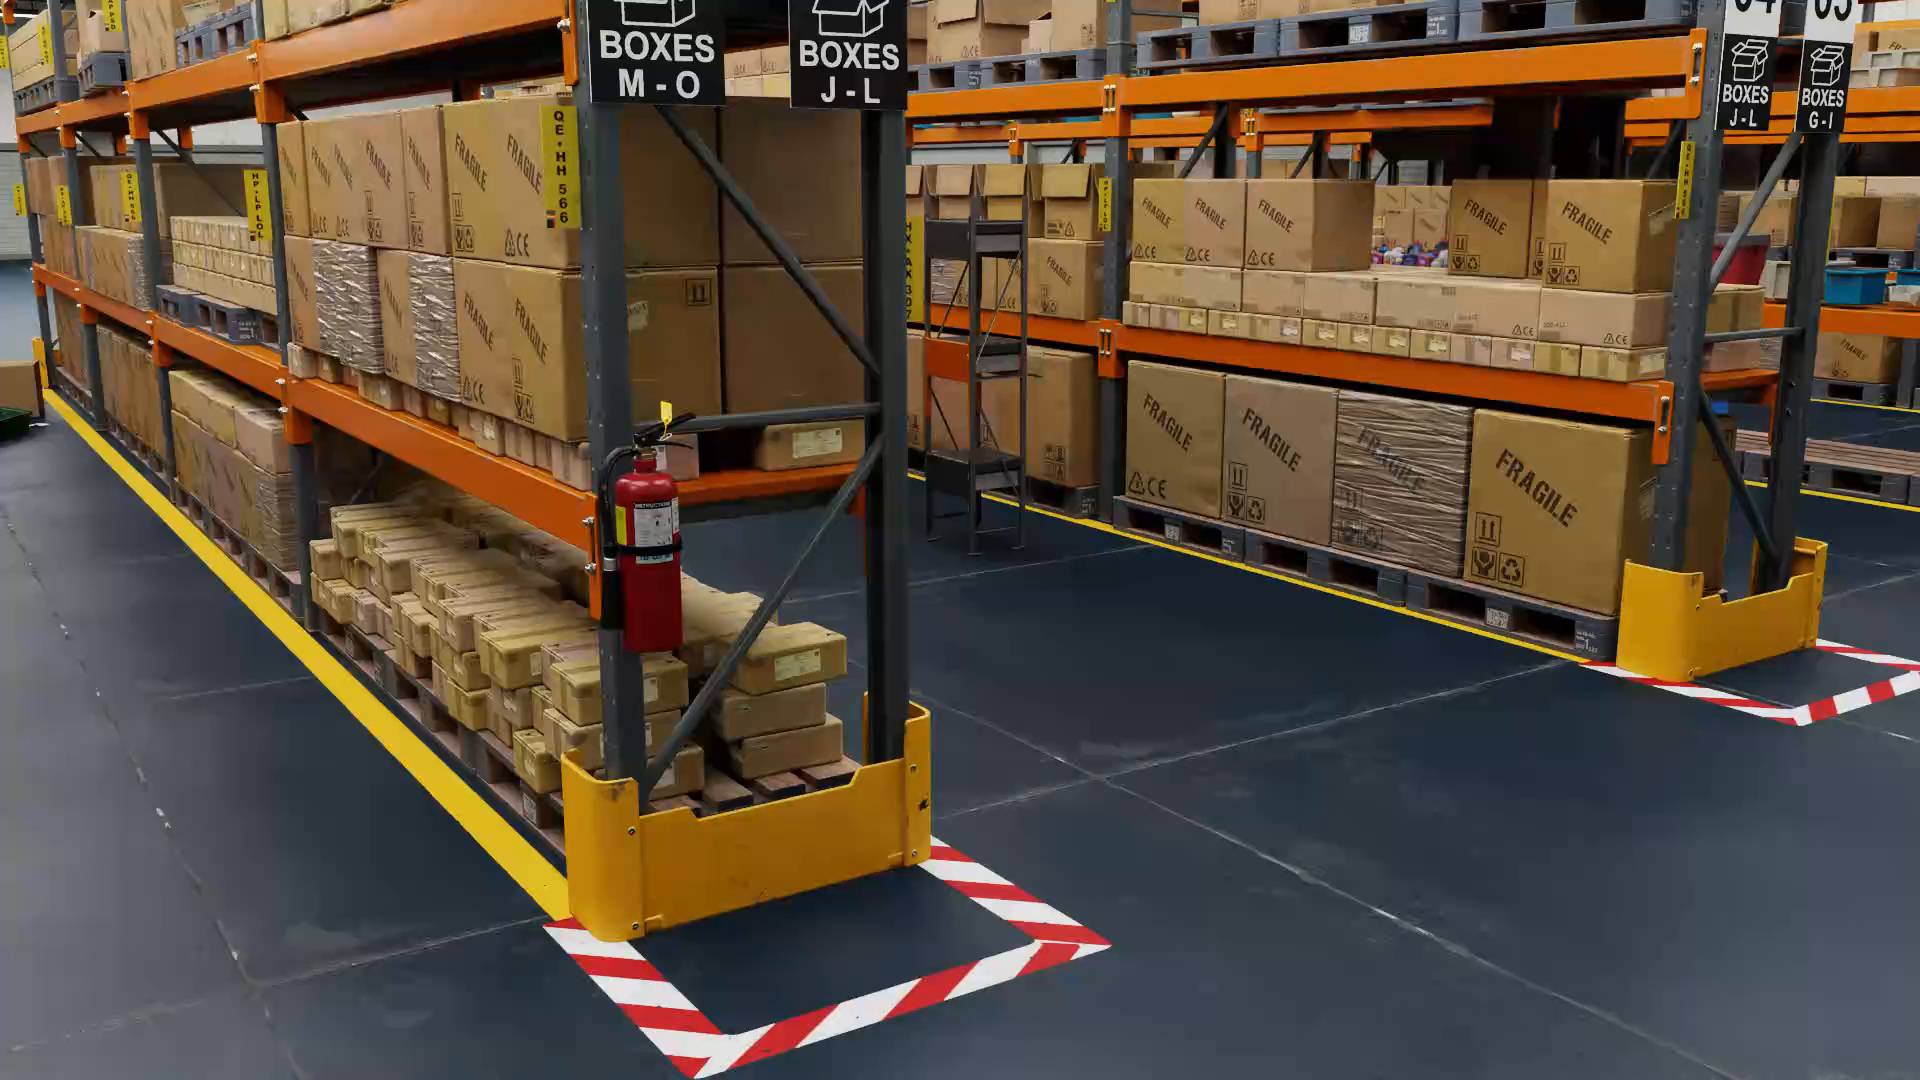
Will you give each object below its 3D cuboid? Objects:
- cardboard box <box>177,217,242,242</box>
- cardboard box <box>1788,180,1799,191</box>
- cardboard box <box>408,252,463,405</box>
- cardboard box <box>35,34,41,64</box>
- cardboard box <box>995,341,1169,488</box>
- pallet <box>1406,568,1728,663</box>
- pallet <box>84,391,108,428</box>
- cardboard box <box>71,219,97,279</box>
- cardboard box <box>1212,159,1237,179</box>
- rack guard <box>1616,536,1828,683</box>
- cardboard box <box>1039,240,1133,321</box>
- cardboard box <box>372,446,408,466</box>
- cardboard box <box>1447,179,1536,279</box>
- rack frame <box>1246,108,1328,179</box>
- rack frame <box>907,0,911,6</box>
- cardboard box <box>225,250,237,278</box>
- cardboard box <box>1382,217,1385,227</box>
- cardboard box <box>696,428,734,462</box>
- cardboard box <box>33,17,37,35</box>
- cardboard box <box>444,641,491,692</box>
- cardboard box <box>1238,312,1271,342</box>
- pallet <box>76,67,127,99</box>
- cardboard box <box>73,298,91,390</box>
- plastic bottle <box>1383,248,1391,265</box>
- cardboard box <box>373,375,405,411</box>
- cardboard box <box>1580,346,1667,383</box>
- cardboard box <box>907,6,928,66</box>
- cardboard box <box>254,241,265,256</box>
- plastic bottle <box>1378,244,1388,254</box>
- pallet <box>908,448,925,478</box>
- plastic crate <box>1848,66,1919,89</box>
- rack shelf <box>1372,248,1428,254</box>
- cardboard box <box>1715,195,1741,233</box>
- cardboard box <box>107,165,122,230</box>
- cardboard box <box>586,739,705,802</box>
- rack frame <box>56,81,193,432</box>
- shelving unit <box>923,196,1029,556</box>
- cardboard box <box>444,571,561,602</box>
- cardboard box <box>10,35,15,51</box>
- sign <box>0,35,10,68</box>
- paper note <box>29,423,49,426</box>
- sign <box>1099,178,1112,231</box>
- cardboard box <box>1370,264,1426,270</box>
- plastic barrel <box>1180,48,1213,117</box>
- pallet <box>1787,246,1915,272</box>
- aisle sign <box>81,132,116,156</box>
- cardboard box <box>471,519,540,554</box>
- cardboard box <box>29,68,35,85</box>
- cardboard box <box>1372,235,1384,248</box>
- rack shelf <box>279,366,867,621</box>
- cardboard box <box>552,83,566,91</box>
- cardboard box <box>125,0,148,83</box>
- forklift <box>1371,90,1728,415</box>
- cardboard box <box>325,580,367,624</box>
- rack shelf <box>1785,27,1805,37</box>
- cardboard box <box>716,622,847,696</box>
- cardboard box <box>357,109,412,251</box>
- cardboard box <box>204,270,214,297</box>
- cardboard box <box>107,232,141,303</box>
[{"bbox_3d":[-4.798,-1.998,10.692,0.380,0.149,0.250,-9,15,-34],"label":"cardboard box"},{"bbox_3d":[11.296,-4.744,22.254,0.380,0.149,0.250,-11,16,-40],"label":"cardboard box"},{"bbox_3d":[-1.645,-0.780,5.977,0.500,0.500,0.500,-8,15,-33],"label":"cardboard box"},{"bbox_3d":[-8.027,-4.428,15.005,0.500,0.250,0.500,-8,15,-33],"label":"cardboard box"},{"bbox_3d":[0.986,-0.914,11.512,1.225,0.875,0.875,-8,15,-33],"label":"cardboard box"},{"bbox_3d":[3.065,0.305,8.473,1.003,0.211,1.213,-8,15,-33],"label":"pallet"},{"bbox_3d":[-7.616,-1.272,15.683,1.003,0.211,1.213,-8,15,-33],"label":"pallet"},{"bbox_3d":[-7.474,-2.627,15.002,0.875,0.550,0.550,-8,15,-33],"label":"cardboard box"},{"bbox_3d":[4.089,-5.259,24.118,0.700,0.500,0.500,-8,15,-33],"label":"cardboard box"},{"bbox_3d":[3.587,0.301,7.815,1.175,0.500,0.348,-8,15,-33],"label":"rack guard"},{"bbox_3d":[0.871,-1.735,11.042,0.500,0.500,0.500,-8,15,-33],"label":"cardboard box"},{"bbox_3d":[-3.017,-0.580,9.104,0.500,0.250,0.500,-9,15,-35],"label":"cardboard box"},{"bbox_3d":[2.963,-1.660,8.833,0.500,0.500,0.500,-9,15,-34],"label":"cardboard box"},{"bbox_3d":[3.264,-2.933,16.754,1.000,3.000,0.127,-8,15,-33],"label":"rack frame"},{"bbox_3d":[-0.859,-5.278,13.432,1.000,3.000,0.127,-8,15,-33],"label":"rack frame"},{"bbox_3d":[-3.946,-1.576,9.455,0.380,0.149,0.250,-8,15,-33],"label":"cardboard box"},{"bbox_3d":[7.385,-5.250,27.653,0.500,0.250,0.500,-9,15,-35],"label":"cardboard box"},{"bbox_3d":[-0.694,-0.369,5.617,0.380,0.149,0.250,-7,14,-31],"label":"cardboard box"},{"bbox_3d":[-8.145,-4.637,15.028,0.380,0.149,0.250,-8,15,-32],"label":"cardboard box"},{"bbox_3d":[-1.729,0.444,6.303,0.380,0.149,0.250,-8,15,-32],"label":"cardboard box"},{"bbox_3d":[1.825,-1.236,9.578,0.380,0.149,0.250,-8,15,-34],"label":"cardboard box"},{"bbox_3d":[-6.067,-3.458,12.573,1.003,0.211,1.213,-7,14,-30],"label":"pallet"},{"bbox_3d":[-8.053,-1.937,16.187,0.875,0.875,0.875,-8,15,-32],"label":"cardboard box"},{"bbox_3d":[3.916,-2.526,15.193,0.097,0.271,0.097,0,12,0],"label":"plastic bottle"},{"bbox_3d":[-2.173,-0.626,6.793,0.380,0.149,0.250,-7,14,-30],"label":"cardboard box"},{"bbox_3d":[3.102,-0.826,7.705,0.380,0.149,0.250,-8,15,-32],"label":"cardboard box"},{"bbox_3d":[-0.461,-3.968,13.240,0.797,0.503,0.637,-7,14,-29],"label":"cardboard box"},{"bbox_3d":[-3.504,-1.582,8.786,0.380,0.149,0.250,-9,15,-35],"label":"cardboard box"},{"bbox_3d":[4.128,-2.751,16.220,0.097,0.271,0.097,0,12,0],"label":"plastic bottle"},{"bbox_3d":[0.187,-0.619,12.698,1.003,0.211,1.213,-8,15,-33],"label":"pallet"},{"bbox_3d":[6.345,-3.185,11.502,0.437,0.136,0.530,-8,15,-33],"label":"plastic crate"},{"bbox_3d":[6.282,-3.523,21.136,1.077,0.370,4.000,-8,15,-33],"label":"rack shelf"},{"bbox_3d":[8.181,-3.489,18.078,0.700,0.500,0.500,-5,13,-22],"label":"cardboard box"},{"bbox_3d":[-6.414,-2.758,13.378,0.700,0.500,0.500,-8,15,-32],"label":"cardboard box"},{"bbox_3d":[-1.077,0.763,5.540,0.380,0.149,0.250,-8,15,-32],"label":"cardboard box"},{"bbox_3d":[-7.260,-2.489,14.724,1.000,3.000,0.127,-8,15,-33],"label":"rack frame"},{"bbox_3d":[0.092,-0.996,10.003,0.431,2.100,0.503,-8,15,-33],"label":"shelving unit"},{"bbox_3d":[-1.796,0.240,6.539,0.380,0.149,0.250,-9,15,-35],"label":"cardboard box"},{"bbox_3d":[-9.418,-5.045,16.895,0.380,0.149,0.250,-8,15,-32],"label":"cardboard box"},{"bbox_3d":[-9.942,-5.067,17.259,0.100,0.325,0.005,-8,15,-33],"label":"sign"},{"bbox_3d":[-8.386,-1.052,15.098,0.142,0.020,0.147,4,13,16],"label":"paper note"},{"bbox_3d":[0.911,-2.097,10.403,0.100,0.325,0.005,-8,15,-33],"label":"sign"},{"bbox_3d":[2.392,-1.478,9.753,0.500,0.250,0.500,-8,15,-32],"label":"cardboard box"},{"bbox_3d":[2.628,-4.897,17.705,0.600,0.830,0.708,-8,15,-33],"label":"plastic barrel"},{"bbox_3d":[9.254,-2.869,16.909,1.003,0.211,1.213,-8,15,-33],"label":"pallet"},{"bbox_3d":[-9.266,-4.519,17.919,0.394,0.787,0.004,-8,15,-33],"label":"aisle sign"},{"bbox_3d":[-2.017,0.002,7.627,0.380,0.149,0.250,-8,14,-31],"label":"cardboard box"},{"bbox_3d":[-8.574,-4.384,15.739,0.380,0.149,0.250,-8,15,-33],"label":"cardboard box"},{"bbox_3d":[5.495,-3.926,21.881,0.380,0.149,0.250,-8,15,-33],"label":"cardboard box"},{"bbox_3d":[-1.720,-0.359,6.668,1.077,0.370,4.000,-8,15,-33],"label":"rack shelf"},{"bbox_3d":[-4.230,-4.903,18.156,0.380,0.149,0.250,-7,14,-30],"label":"cardboard box"},{"bbox_3d":[-4.949,-3.159,10.531,0.500,0.500,0.500,-8,15,-33],"label":"cardboard box"},{"bbox_3d":[3.261,-1.547,10.574,1.130,2.935,3.031,-9,15,-37],"label":"forklift"},{"bbox_3d":[-2.746,0.271,7.791,0.380,0.149,0.250,-8,14,-31],"label":"cardboard box"},{"bbox_3d":[10.404,-6.846,23.222,1.077,0.370,4.000,-8,15,-33],"label":"rack shelf"},{"bbox_3d":[-0.619,0.408,5.771,0.380,0.149,0.250,-9,15,-35],"label":"cardboard box"},{"bbox_3d":[-1.944,-1.365,6.312,0.500,0.500,0.500,-9,15,-35],"label":"cardboard box"},{"bbox_3d":[-4.365,-1.566,10.109,0.380,0.149,0.250,-8,14,-31],"label":"cardboard box"},{"bbox_3d":[-6.069,-2.053,12.494,0.500,0.500,0.500,-8,15,-34],"label":"cardboard box"}]
